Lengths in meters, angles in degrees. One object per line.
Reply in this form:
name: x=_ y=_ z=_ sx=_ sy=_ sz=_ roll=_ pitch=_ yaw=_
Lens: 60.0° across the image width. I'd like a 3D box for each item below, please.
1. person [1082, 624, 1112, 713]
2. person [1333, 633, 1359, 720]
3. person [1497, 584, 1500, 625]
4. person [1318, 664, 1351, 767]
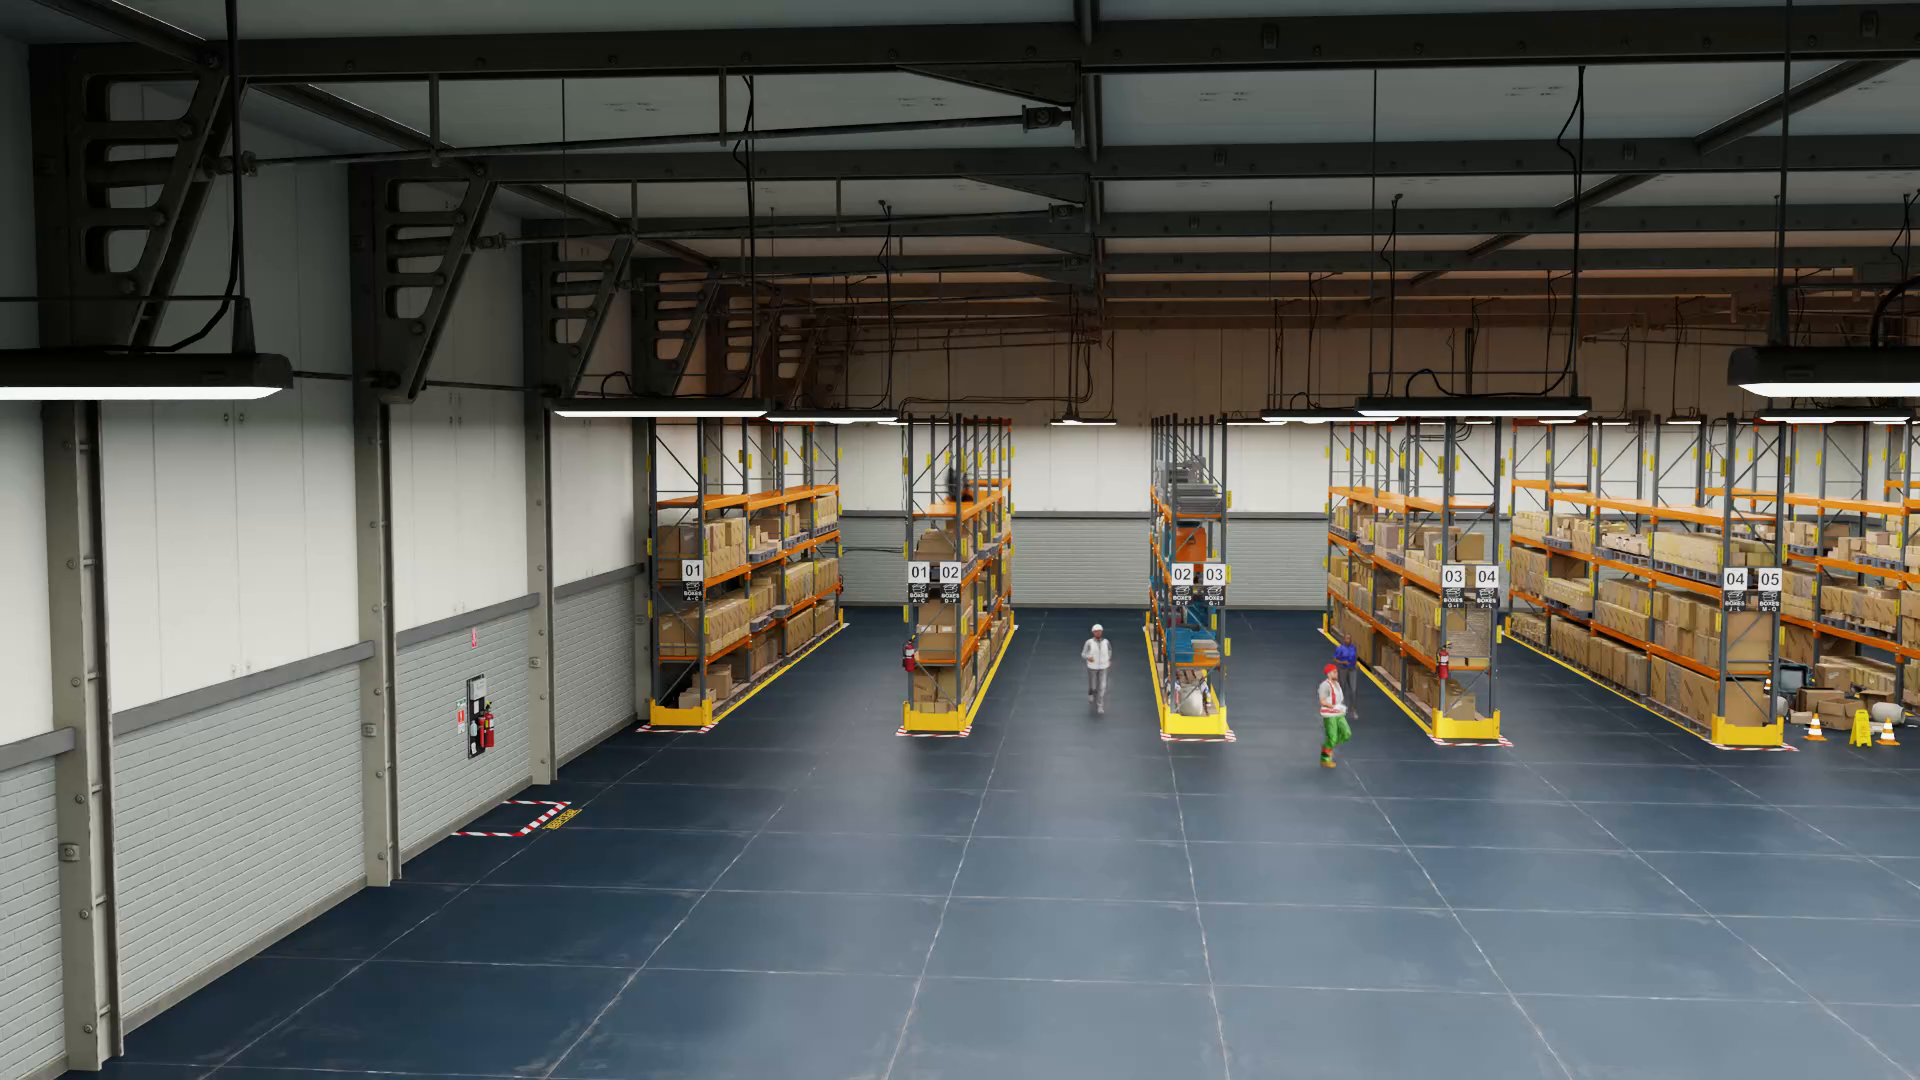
person: x=2.787 y=2.577 z=33.583 sx=0.663 sy=1.752 sz=0.926 roll=0 pitch=4 yaw=-7
person: x=7.645 y=2.669 z=32.929 sx=0.577 sy=1.663 sz=0.906 roll=0 pitch=4 yaw=-5
person: x=15.173 y=1.769 z=47.401 sx=0.541 sy=1.601 sz=0.766 roll=-1 pitch=4 yaw=-9
person: x=6.323 y=2.959 z=28.042 sx=0.578 sy=1.743 sz=0.649 roll=4 pitch=5 yaw=44
